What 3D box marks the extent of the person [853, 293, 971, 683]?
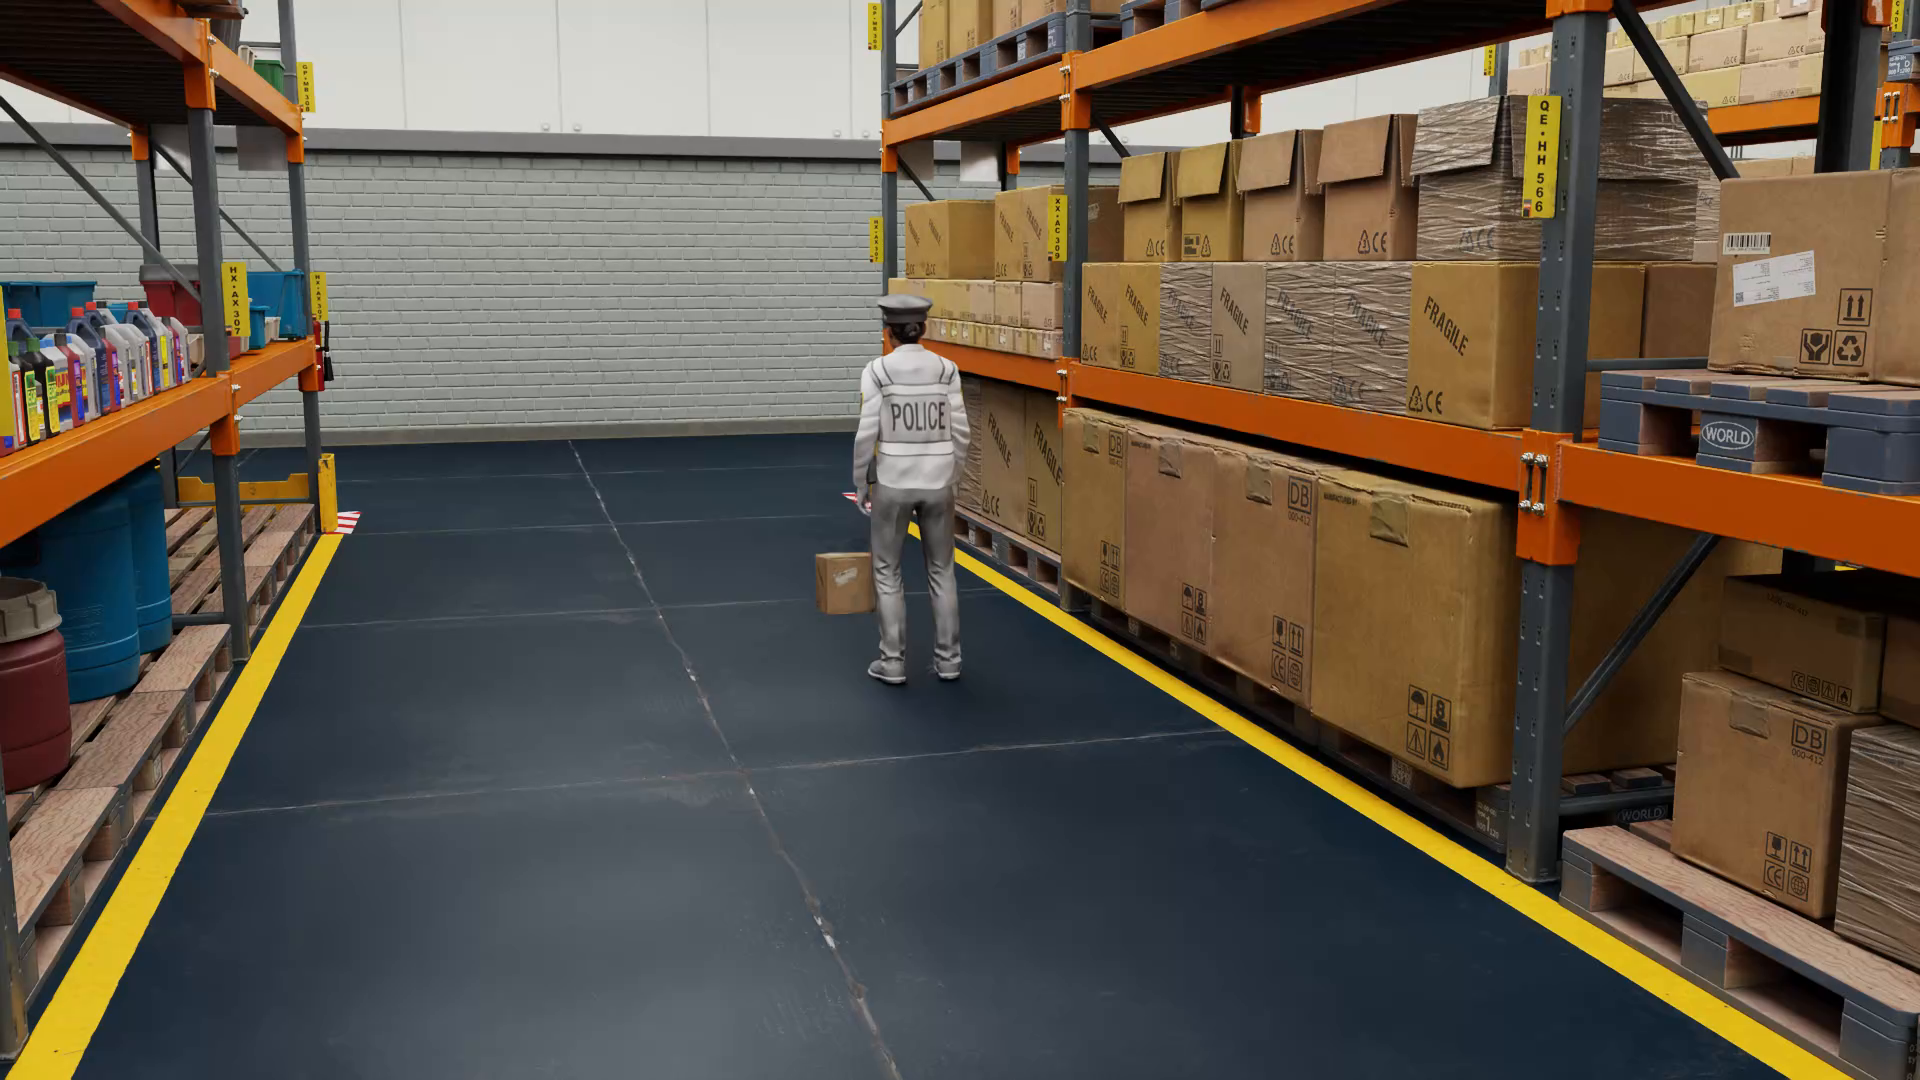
[{"bbox_3d":[-0.210,-0.215,7.155,0.510,1.669,0.358,-3,10,-16],"label":"person"}]
